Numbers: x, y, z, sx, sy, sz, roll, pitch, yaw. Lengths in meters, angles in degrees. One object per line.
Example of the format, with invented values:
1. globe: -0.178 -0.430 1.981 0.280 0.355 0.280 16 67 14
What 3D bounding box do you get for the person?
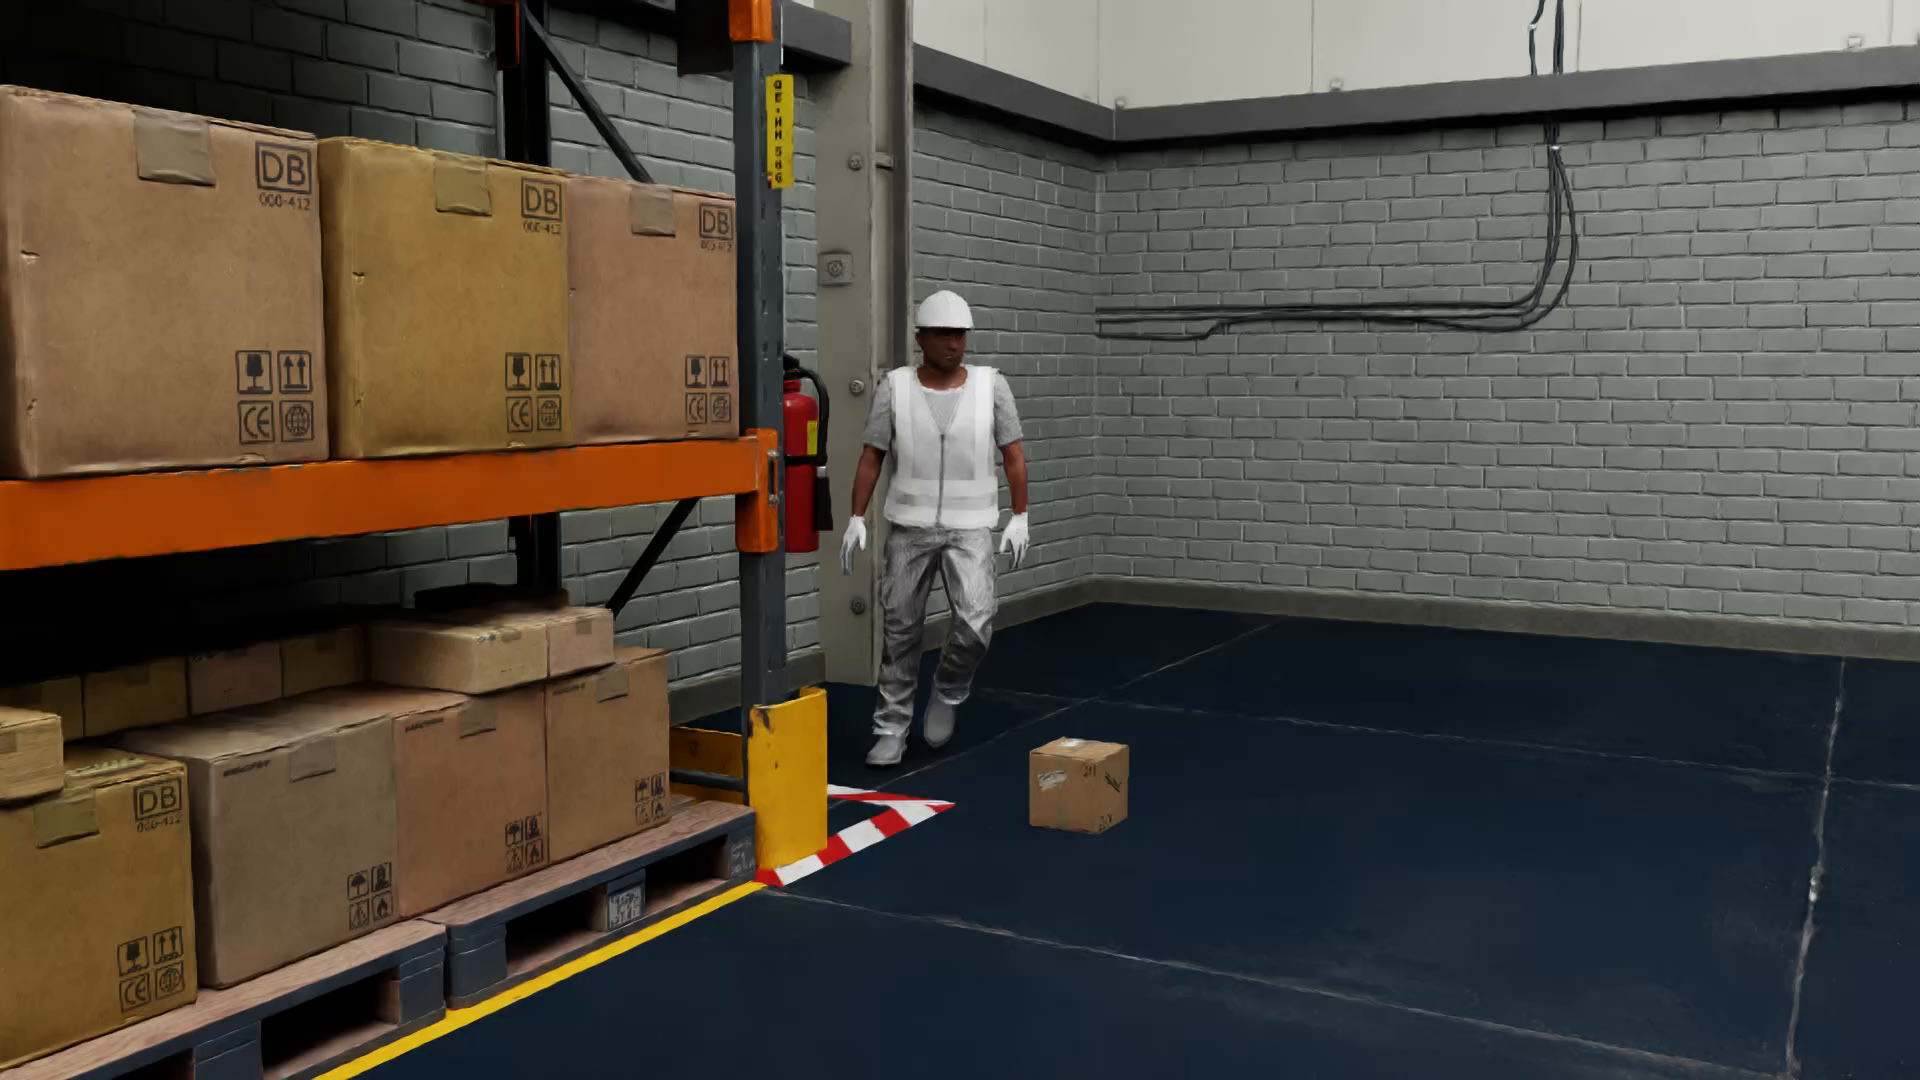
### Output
1. person: -0.091 -0.045 6.298 0.712 1.771 0.511 0 6 0
